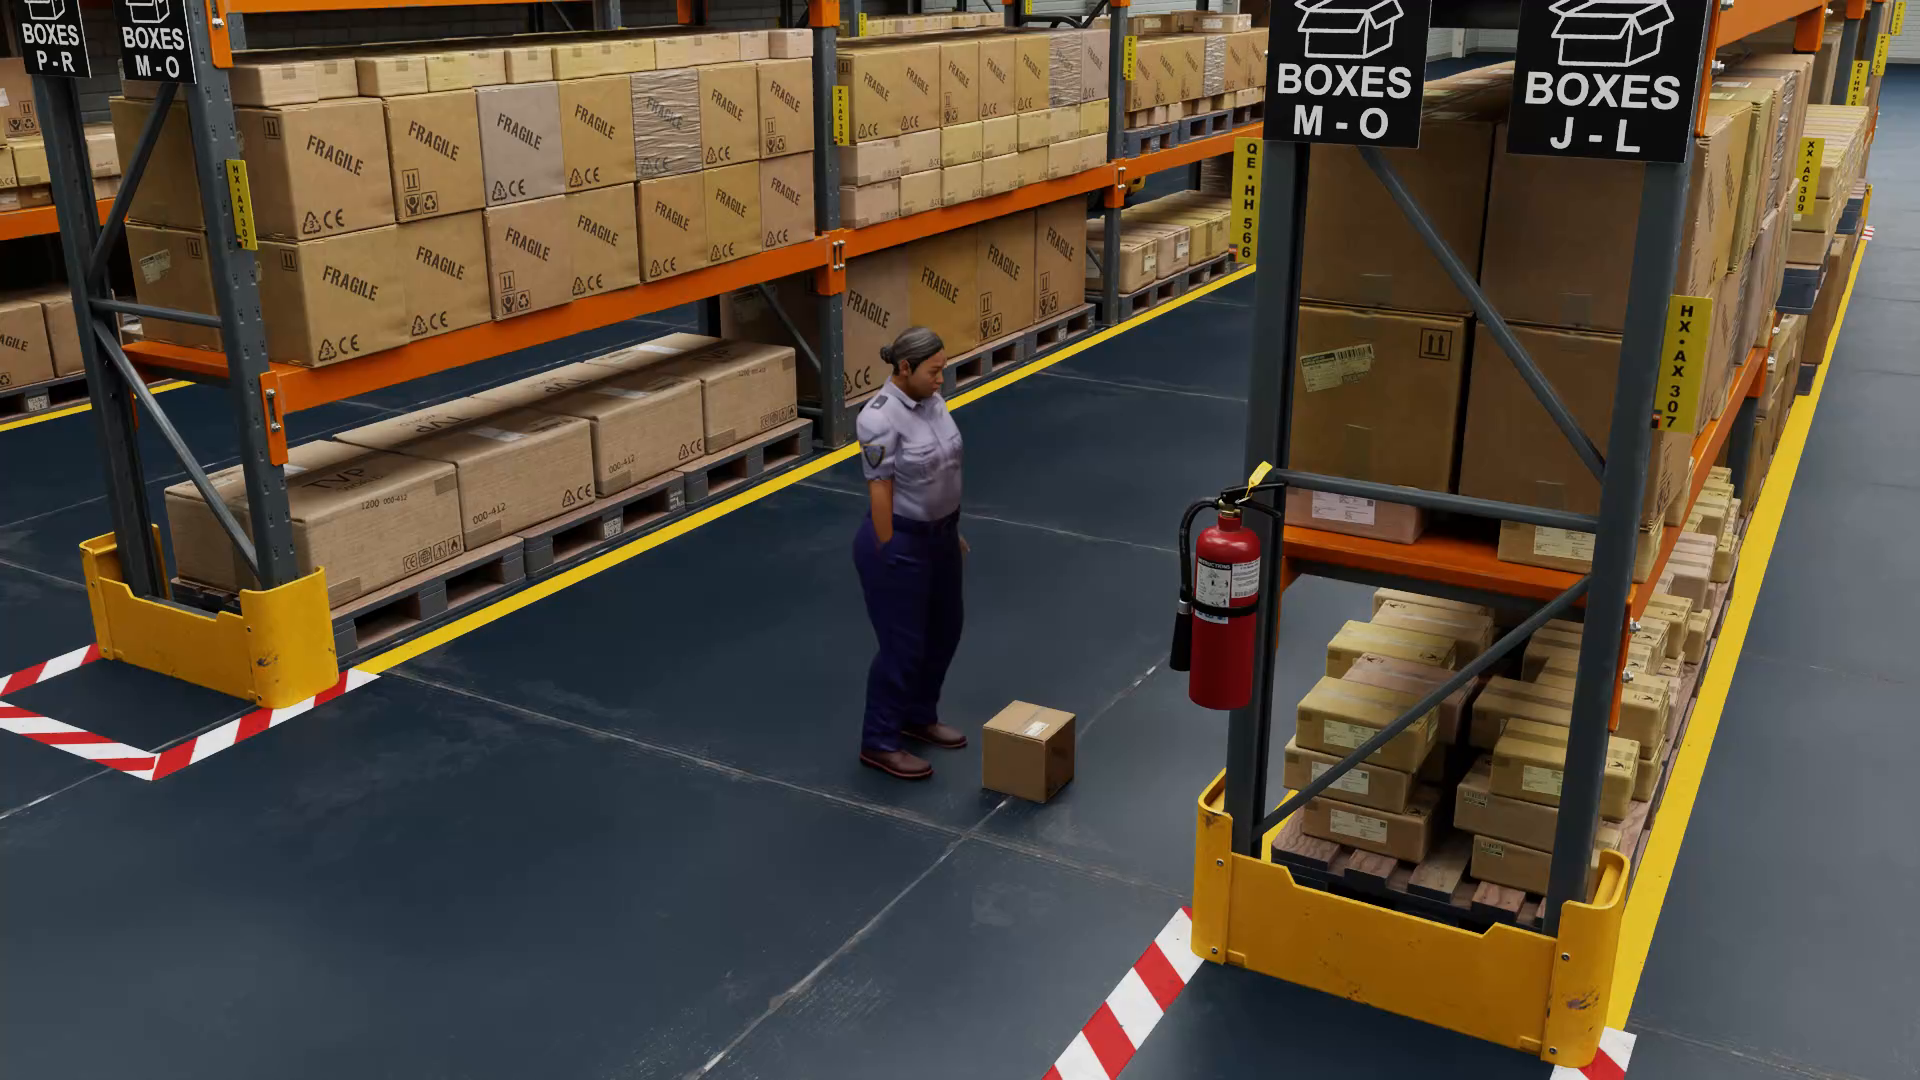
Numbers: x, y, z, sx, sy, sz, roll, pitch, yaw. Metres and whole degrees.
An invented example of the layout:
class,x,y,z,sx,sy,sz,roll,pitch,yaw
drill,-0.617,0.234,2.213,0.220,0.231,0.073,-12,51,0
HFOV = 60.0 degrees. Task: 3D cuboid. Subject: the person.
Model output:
class,x,y,z,sx,sy,sz,roll,pitch,yaw
person,-0.166,0.029,6.035,0.339,1.640,0.474,11,22,28
